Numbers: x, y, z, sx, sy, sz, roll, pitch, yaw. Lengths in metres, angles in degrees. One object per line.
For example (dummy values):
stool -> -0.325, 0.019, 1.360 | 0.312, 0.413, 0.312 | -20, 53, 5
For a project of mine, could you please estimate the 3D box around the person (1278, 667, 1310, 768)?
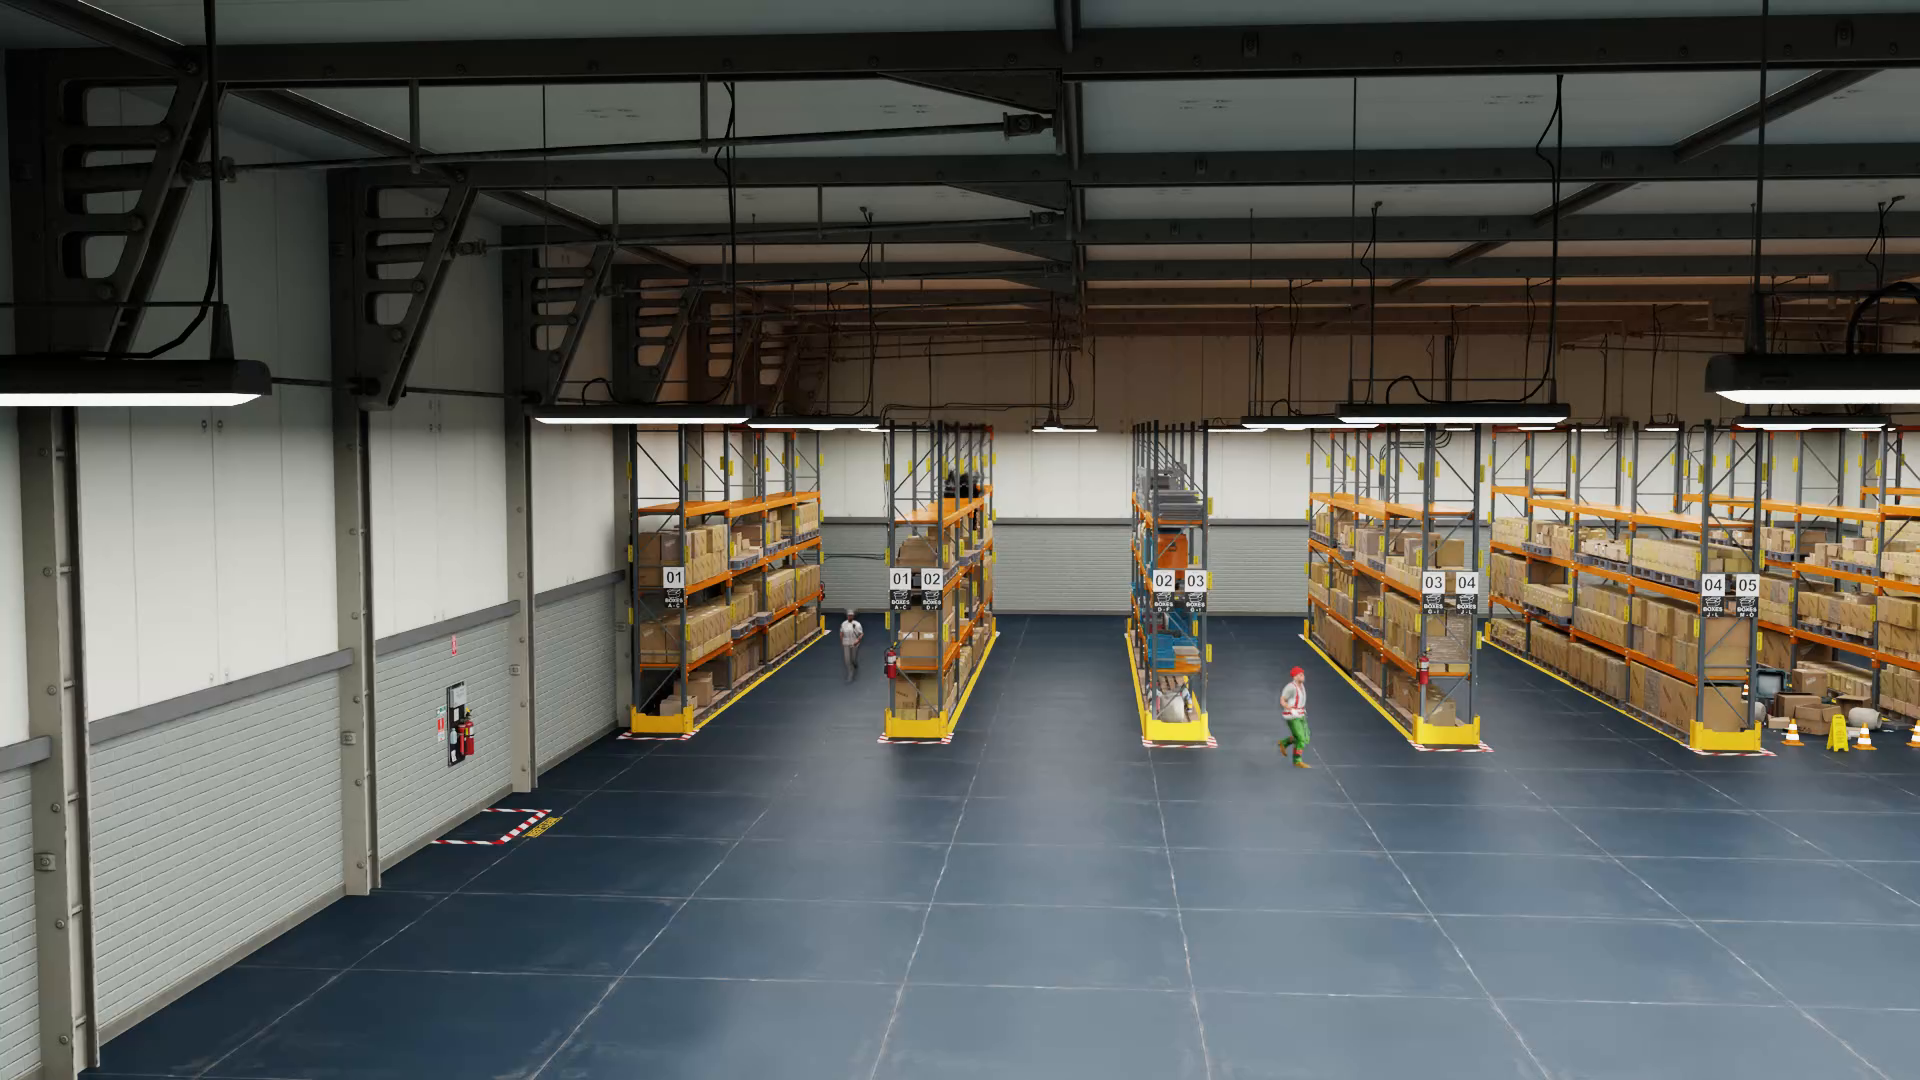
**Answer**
person -> 5.718, 3.045, 28.656 | 0.607, 1.742, 0.679 | 3, 5, 40

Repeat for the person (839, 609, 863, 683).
person -> -2.537, 2.449, 38.722 | 0.590, 1.672, 0.720 | 0, 4, 5
